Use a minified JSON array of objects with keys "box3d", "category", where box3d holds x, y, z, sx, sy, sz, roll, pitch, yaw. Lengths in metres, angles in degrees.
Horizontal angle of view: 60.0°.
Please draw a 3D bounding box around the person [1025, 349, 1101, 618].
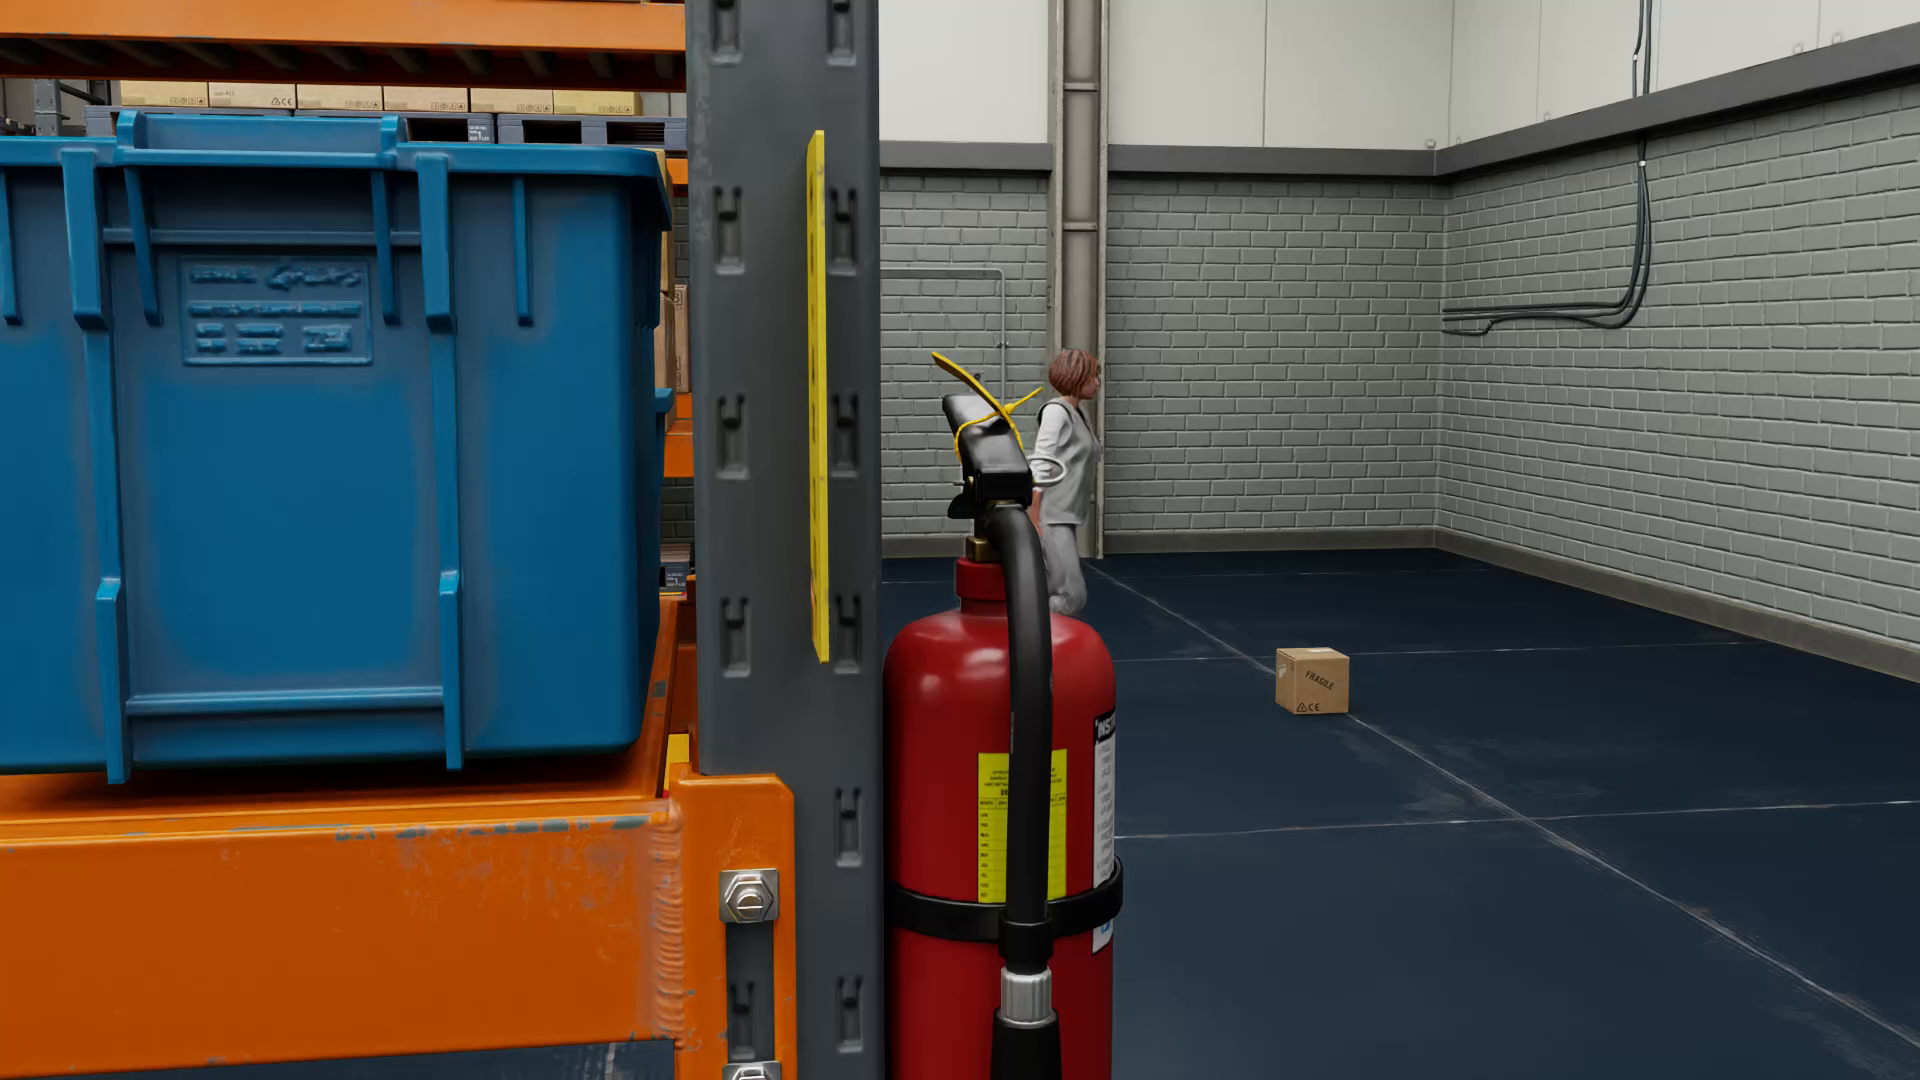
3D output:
[{"box3d":[0.384,-0.058,7.446,0.458,1.590,0.467,2,7,16],"category":"person"}]
